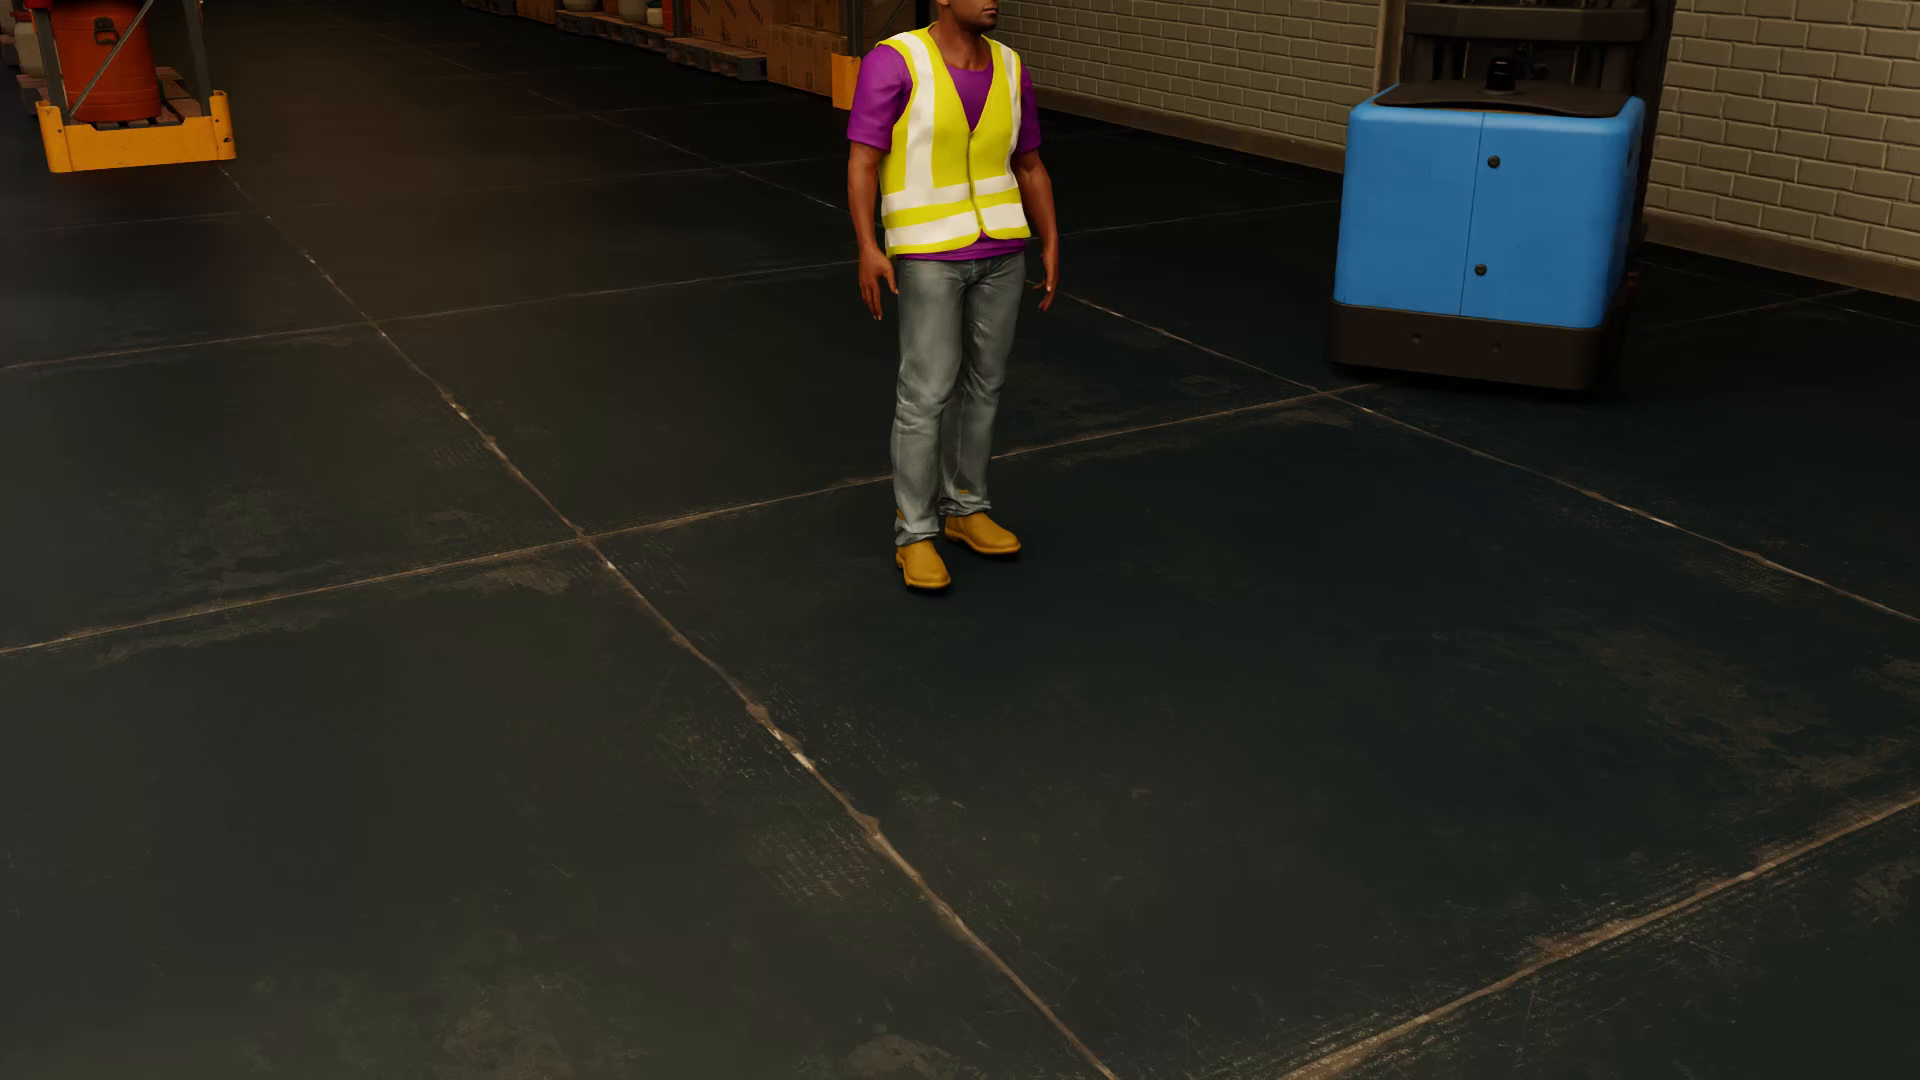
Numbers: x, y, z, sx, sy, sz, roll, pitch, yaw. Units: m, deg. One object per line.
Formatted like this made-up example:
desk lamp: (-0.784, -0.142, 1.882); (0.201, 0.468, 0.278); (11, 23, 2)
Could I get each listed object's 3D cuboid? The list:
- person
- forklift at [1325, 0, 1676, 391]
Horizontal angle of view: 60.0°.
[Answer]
person: (0.029, -0.800, 4.738); (0.665, 1.765, 0.577); (-12, 25, -28)
forklift: (2.561, -2.449, 7.242); (1.130, 2.935, 3.031); (10, 24, 23)
